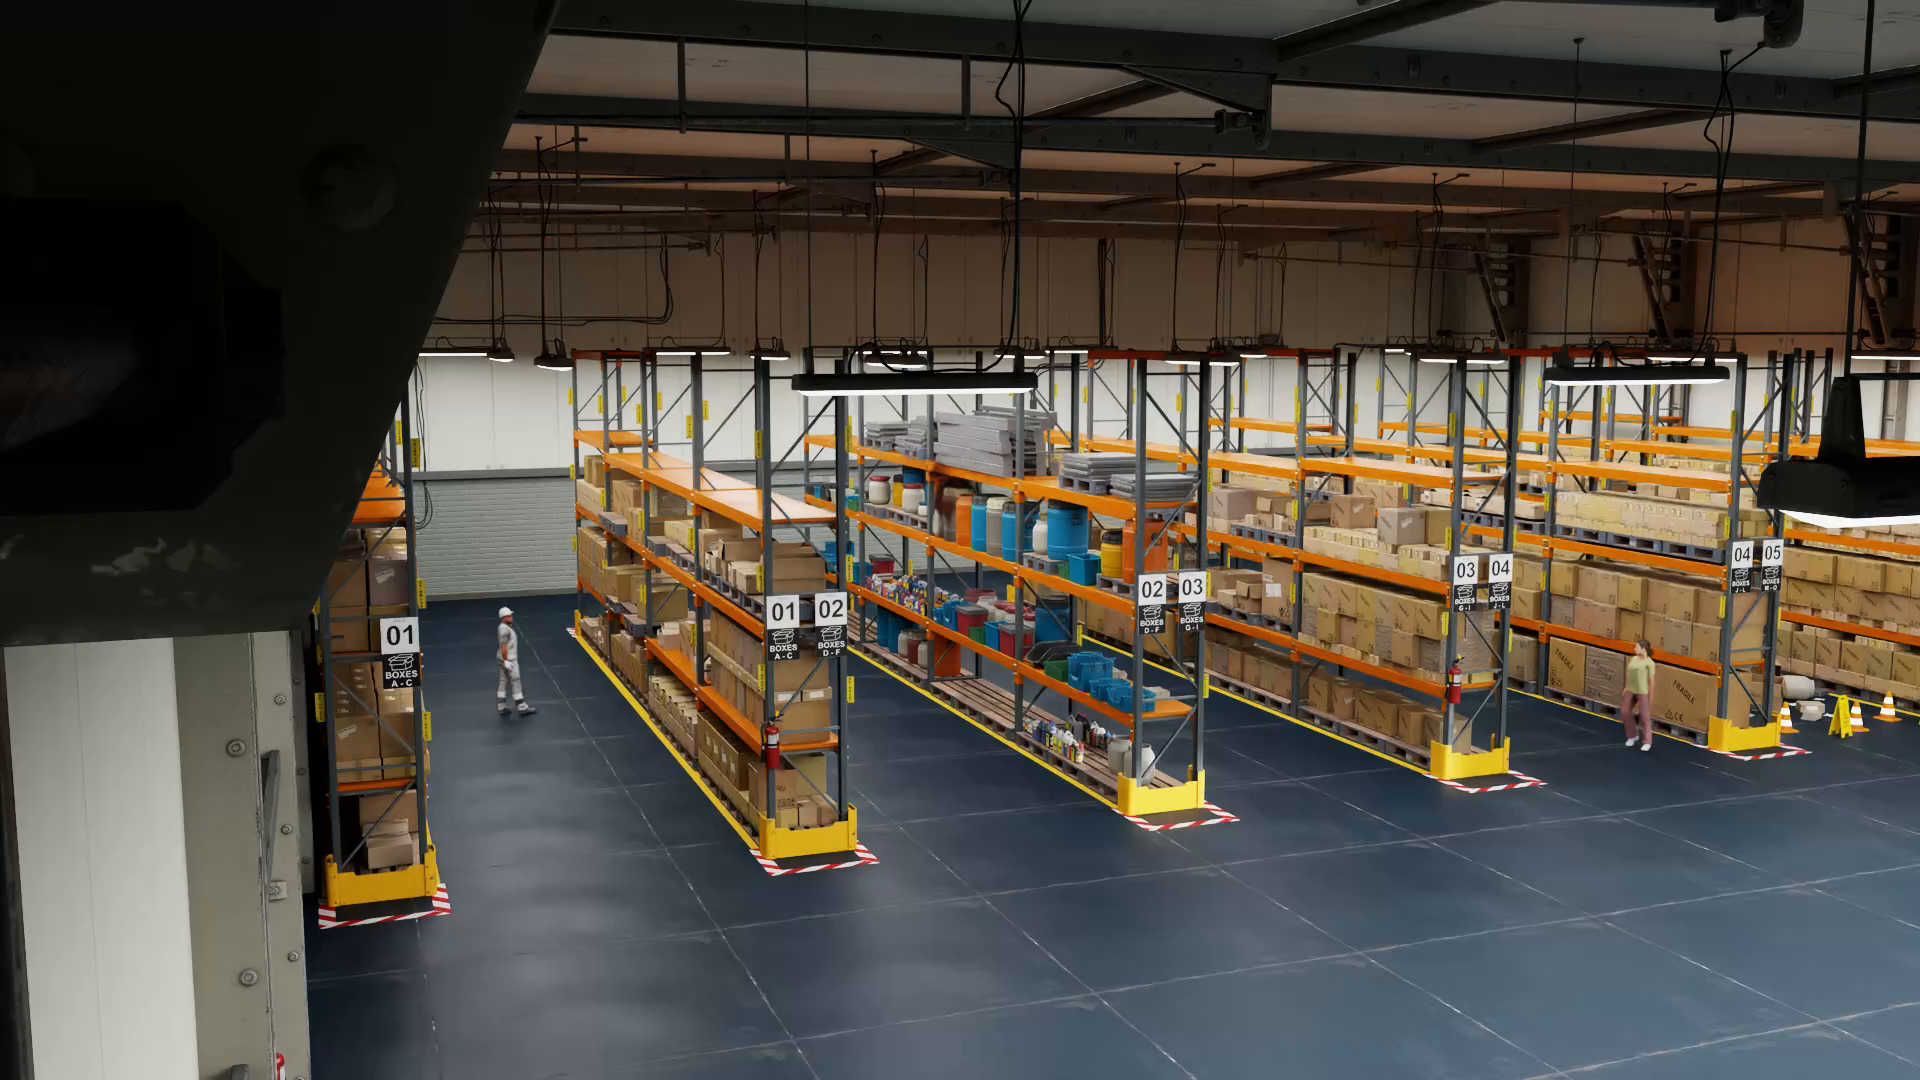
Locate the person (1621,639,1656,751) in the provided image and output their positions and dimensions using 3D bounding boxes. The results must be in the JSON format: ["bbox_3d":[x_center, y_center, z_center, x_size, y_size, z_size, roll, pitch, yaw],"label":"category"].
[{"bbox_3d":[10.392,2.341,25.379,0.358,1.673,0.504,-4,8,-28],"label":"person"}]

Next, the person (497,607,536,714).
[{"bbox_3d":[-7.430,1.998,27.743,0.588,1.780,0.564,-4,8,-29],"label":"person"}]
